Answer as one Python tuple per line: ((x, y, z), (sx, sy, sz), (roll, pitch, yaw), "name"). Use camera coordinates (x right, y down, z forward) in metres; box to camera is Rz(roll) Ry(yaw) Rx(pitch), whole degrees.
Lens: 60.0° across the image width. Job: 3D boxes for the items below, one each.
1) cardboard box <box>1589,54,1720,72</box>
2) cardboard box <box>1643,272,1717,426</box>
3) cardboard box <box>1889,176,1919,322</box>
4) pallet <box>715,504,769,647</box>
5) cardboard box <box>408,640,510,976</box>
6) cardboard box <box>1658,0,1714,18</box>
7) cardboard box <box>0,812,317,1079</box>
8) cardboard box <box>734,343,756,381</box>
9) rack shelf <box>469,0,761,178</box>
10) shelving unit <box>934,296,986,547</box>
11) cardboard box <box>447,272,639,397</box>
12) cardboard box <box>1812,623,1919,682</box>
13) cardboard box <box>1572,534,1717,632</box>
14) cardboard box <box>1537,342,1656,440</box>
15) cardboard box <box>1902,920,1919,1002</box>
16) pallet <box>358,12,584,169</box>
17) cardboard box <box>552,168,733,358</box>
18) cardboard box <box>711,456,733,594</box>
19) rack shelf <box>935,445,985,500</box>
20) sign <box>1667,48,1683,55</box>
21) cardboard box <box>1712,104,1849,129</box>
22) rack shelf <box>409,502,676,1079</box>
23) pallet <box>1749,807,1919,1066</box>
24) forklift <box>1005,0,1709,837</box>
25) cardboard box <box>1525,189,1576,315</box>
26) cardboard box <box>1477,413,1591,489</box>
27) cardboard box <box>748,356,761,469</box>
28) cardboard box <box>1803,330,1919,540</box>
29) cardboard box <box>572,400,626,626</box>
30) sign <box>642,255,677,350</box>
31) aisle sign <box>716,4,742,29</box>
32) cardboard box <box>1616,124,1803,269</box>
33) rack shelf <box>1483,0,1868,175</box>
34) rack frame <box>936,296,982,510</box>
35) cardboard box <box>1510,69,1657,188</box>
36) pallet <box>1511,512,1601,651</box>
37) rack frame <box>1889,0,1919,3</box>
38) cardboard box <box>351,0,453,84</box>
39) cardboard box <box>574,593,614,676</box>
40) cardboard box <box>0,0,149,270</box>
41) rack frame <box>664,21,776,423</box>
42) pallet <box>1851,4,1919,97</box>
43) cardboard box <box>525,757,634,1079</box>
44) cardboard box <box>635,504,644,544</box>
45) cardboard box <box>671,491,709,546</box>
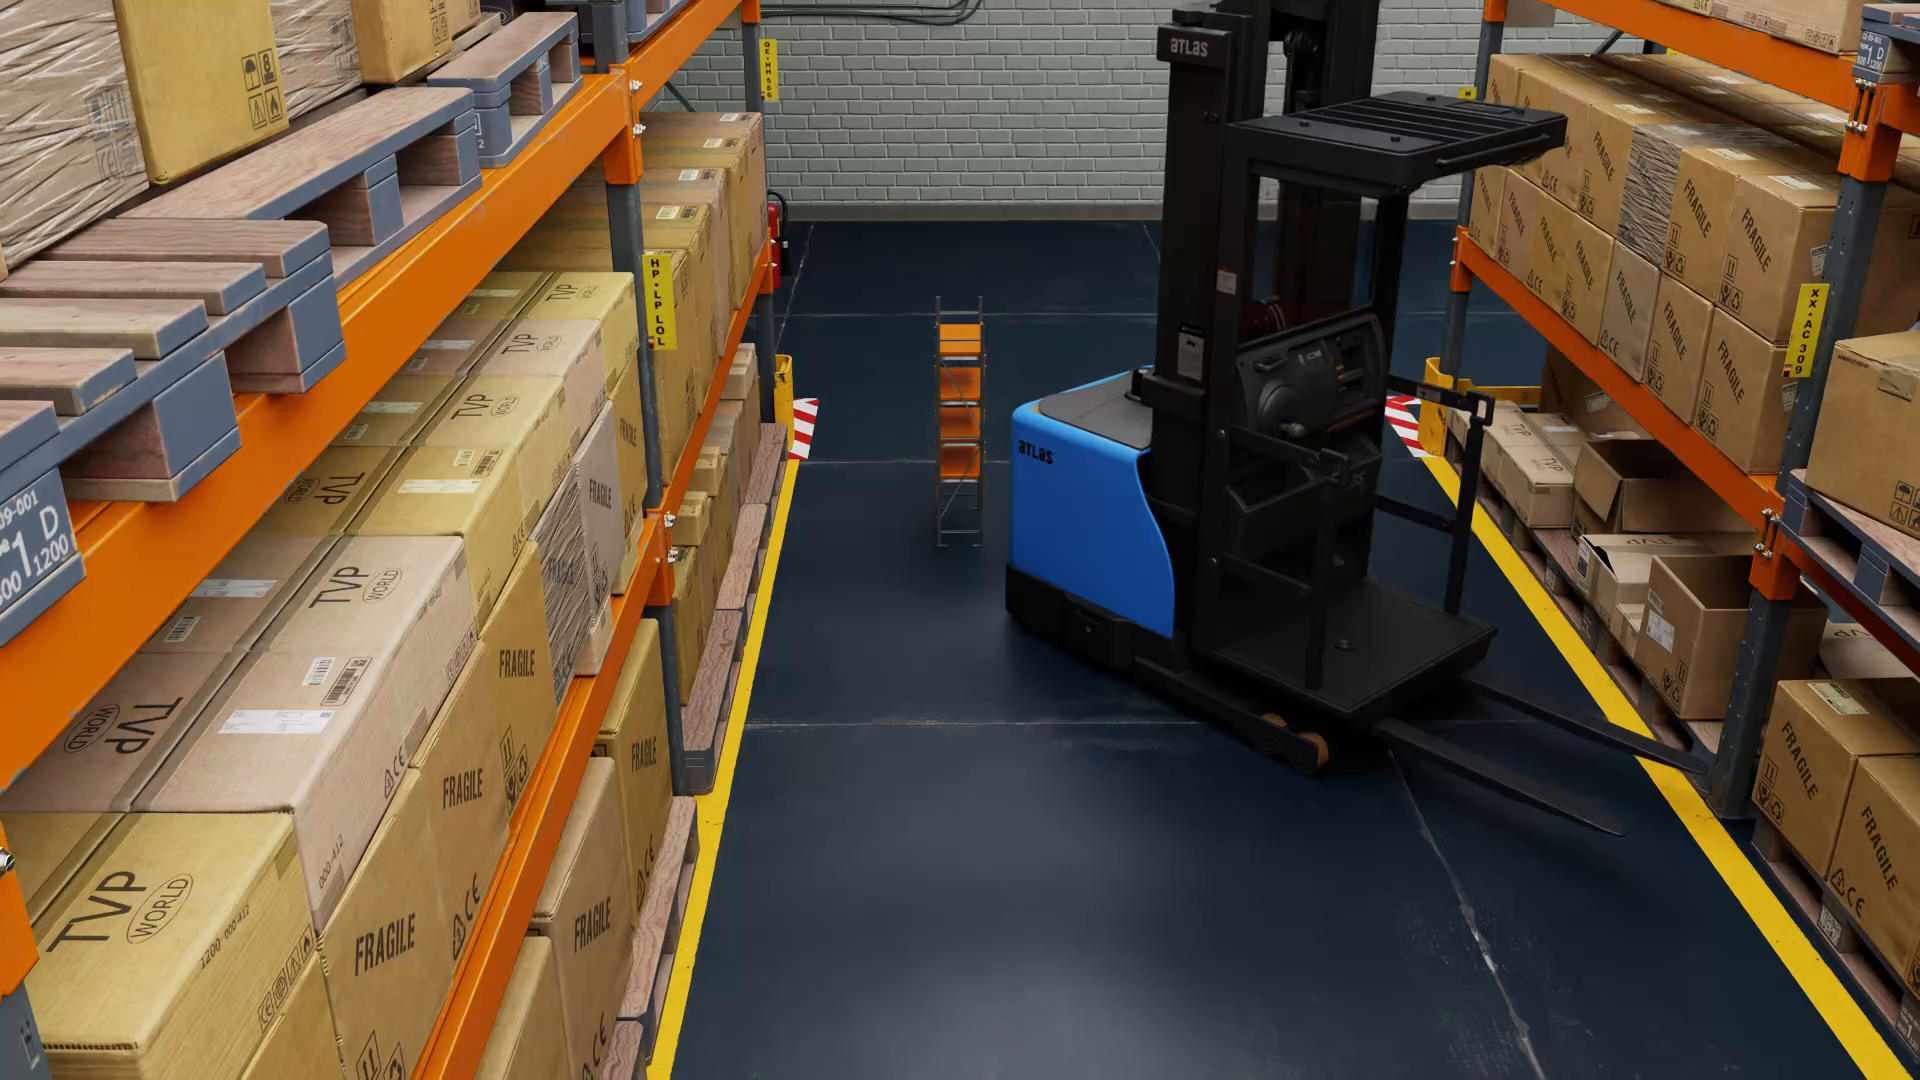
((3.641, -2.285, 8.828), (0.500, 0.500, 0.500), (0, 24, -1), "cardboard box")
((3.136, -0.781, 6.715), (0.500, 0.500, 0.500), (0, 24, 1), "cardboard box")
((3.681, -1.014, 6.018), (0.500, 0.500, 0.500), (0, 24, 1), "cardboard box")
((-1.495, 0.159, 8.142), (1.003, 0.211, 1.213), (0, 24, -1), "pallet")
((-1.255, 0.542, 3.404), (0.500, 0.500, 0.500), (0, 24, -1), "cardboard box")
((3.125, -2.227, 6.577), (0.500, 0.250, 0.500), (0, 24, -1), "cardboard box")
((-1.252, 0.622, 2.317), (0.500, 0.250, 0.500), (0, 24, 1), "cardboard box")
((-1.301, -0.950, 8.947), (0.380, 0.149, 0.250), (-1, 24, -1), "cardboard box")
((-1.570, -2.157, 7.112), (1.077, 0.370, 4.000), (0, 24, -1), "rack shelf")
((-0.002, -0.615, 8.654), (0.258, 1.200, 0.503), (0, 24, -1), "shelving unit")
((-1.288, -0.635, 5.096), (0.500, 0.250, 0.500), (0, 24, 1), "cardboard box")
((3.617, 0.533, 6.661), (0.500, 0.311, 0.500), (0, 24, -1), "cardboard box")
((3.107, 0.164, 7.476), (0.500, 0.311, 0.500), (0, 24, -1), "cardboard box")
((3.613, -0.805, 9.388), (0.500, 0.500, 0.500), (0, 24, -1), "cardboard box")
((3.181, 1.247, 4.853), (0.500, 0.500, 0.500), (0, 24, 0), "cardboard box")
((-1.489, -1.196, 4.346), (0.805, 0.209, 1.217), (-1, 24, -3), "pallet")
((-1.558, -1.255, 7.520), (0.980, 0.700, 0.700), (-1, 24, -3), "cardboard box")
((-1.460, -0.074, 7.796), (0.700, 0.500, 0.500), (0, 24, 1), "cardboard box")
((-0.002, -0.373, 8.763), (0.258, 0.148, 0.480), (0, 24, -1), "rack shelf")
((3.916, -2.632, 9.140), (0.100, 0.325, 0.005), (0, 24, -1), "sign")
((3.663, -1.652, 7.427), (0.500, 0.500, 0.500), (0, 24, 1), "cardboard box")
((-1.527, 0.858, 4.086), (1.077, 0.370, 4.000), (0, 24, -1), "rack shelf")
((3.452, 1.288, 5.647), (1.003, 0.211, 1.213), (0, 24, -1), "pallet")
((1.578, -0.638, 6.603), (1.130, 2.935, 3.031), (-21, 31, -38), "forklift")
((3.116, -1.408, 8.102), (0.500, 0.500, 0.500), (0, 24, -1), "cardboard box")
((3.089, -0.482, 8.979), (0.500, 0.250, 0.500), (0, 24, -1), "cardboard box")
((-1.484, -0.707, 9.196), (0.700, 0.500, 0.500), (0, 24, -1), "cardboard box")
((3.186, -0.358, 5.272), (0.700, 0.500, 0.500), (-9, 26, -18), "cardboard box")
((-1.276, -0.085, 4.791), (0.500, 0.500, 0.500), (0, 24, 0), "cardboard box")
((-1.006, -0.792, 5.552), (0.100, 0.325, 0.005), (0, 24, -1), "sign")
((-1.293, -3.158, 8.937), (0.394, 0.787, 0.004), (0, 24, -1), "aisle sign")
((3.127, -1.445, 6.970), (0.500, 0.500, 0.500), (0, 24, 0), "cardboard box")
((3.383, -2.181, 7.165), (1.077, 0.370, 4.000), (0, 24, -1), "rack shelf")
((-0.004, -0.715, 8.876), (0.240, 1.200, 0.015), (0, 24, -1), "rack frame")
((3.116, -2.068, 8.347), (0.500, 0.500, 0.500), (0, 24, 0), "cardboard box")
((3.382, 0.166, 8.127), (1.003, 0.211, 1.213), (0, 24, -1), "pallet")
((3.405, -3.051, 4.576), (1.000, 3.000, 0.127), (0, 24, -1), "rack frame")
((-1.578, -1.314, 3.721), (0.700, 0.500, 0.500), (-1, 24, -2), "cardboard box")
((-1.216, 0.269, 4.796), (0.380, 0.149, 0.250), (0, 24, -1), "cardboard box")
((-1.626, -0.676, 2.310), (0.700, 0.500, 0.500), (-2, 24, -3), "cardboard box")
((-1.592, -1.942, 9.404), (1.000, 3.000, 0.127), (0, 24, -1), "rack frame")
((3.342, -1.330, 4.638), (1.213, 0.211, 1.003), (0, 24, -1), "pallet")
((-1.399, 1.128, 4.716), (0.750, 0.750, 0.750), (0, 24, 1), "cardboard box")
((-1.262, -0.051, 5.502), (0.380, 0.149, 0.250), (0, 24, 0), "cardboard box")
((-1.275, -0.092, 7.051), (0.380, 0.149, 0.250), (1, 24, 1), "cardboard box")
